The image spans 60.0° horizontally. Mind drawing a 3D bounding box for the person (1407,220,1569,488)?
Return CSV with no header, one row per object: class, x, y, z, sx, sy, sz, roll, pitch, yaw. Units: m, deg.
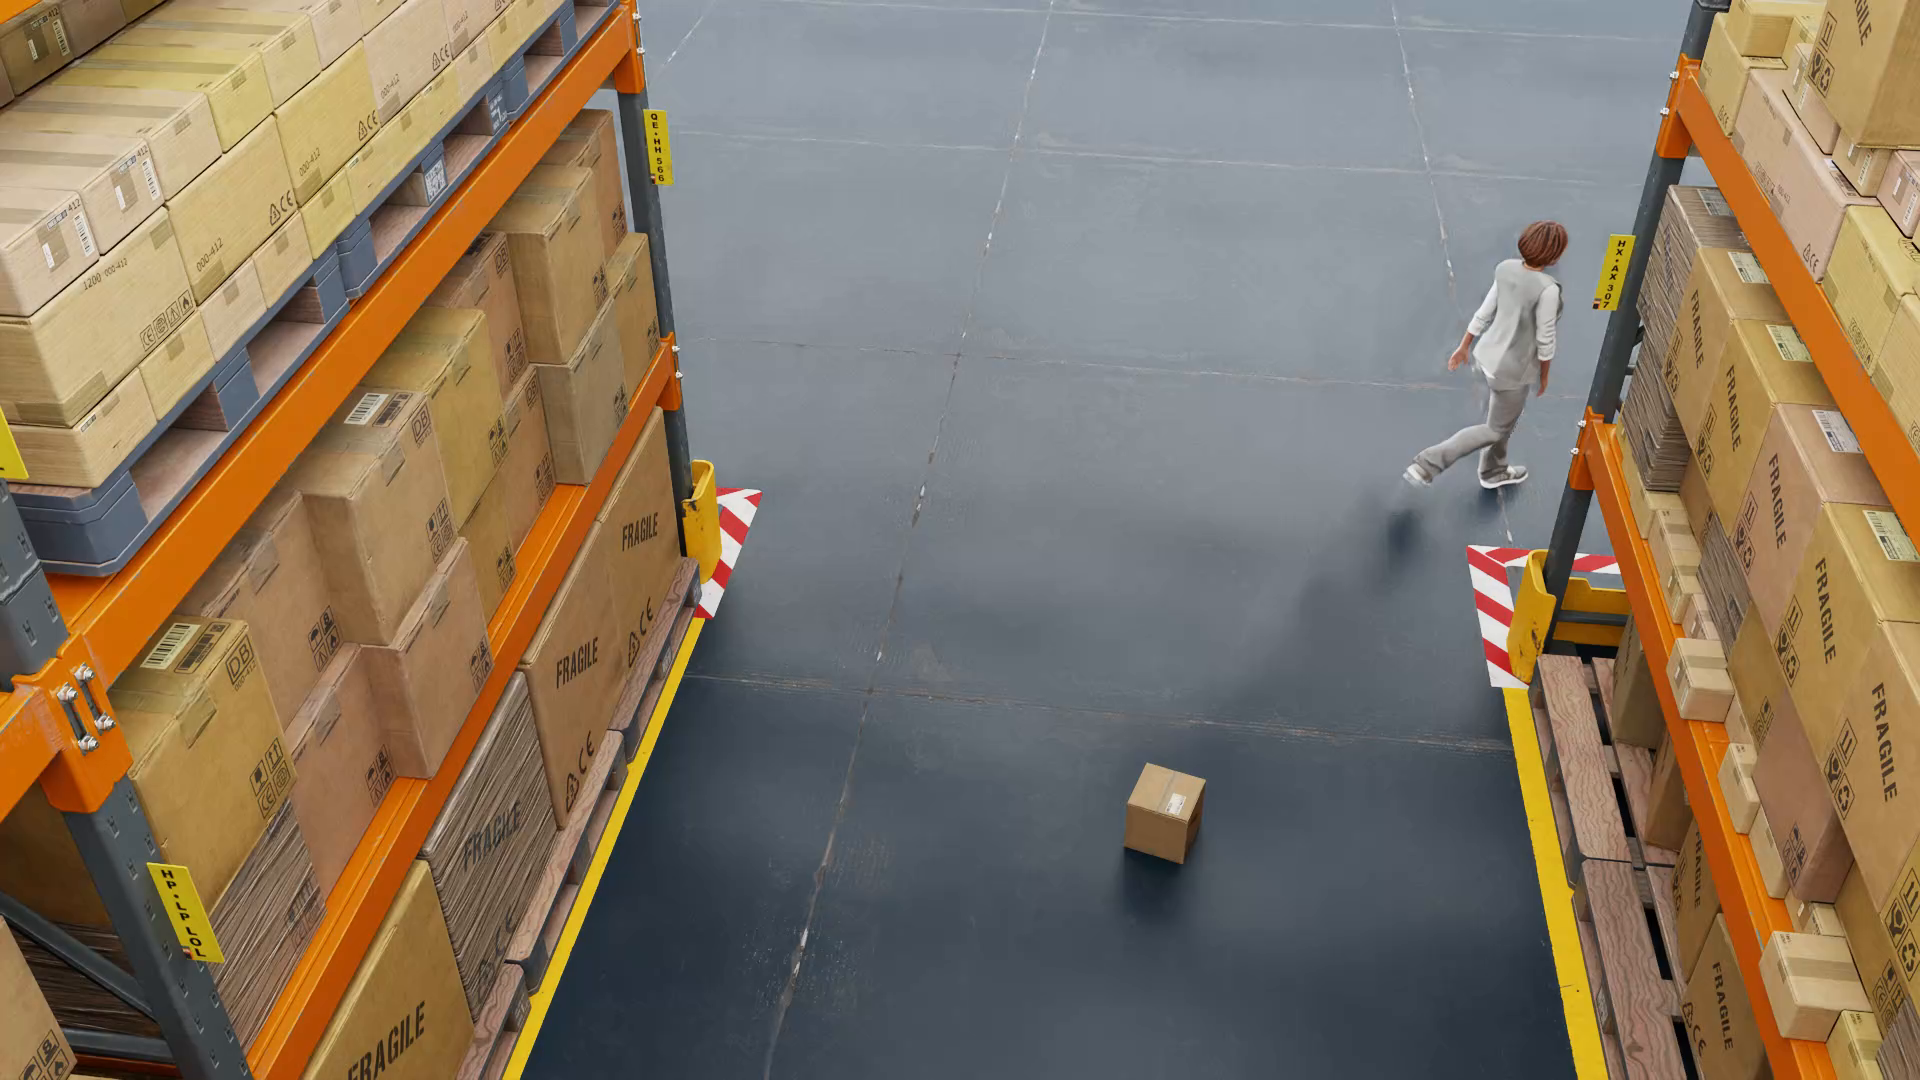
person,2.639,-0.856,8.193,0.775,1.558,0.466,-8,37,-11
